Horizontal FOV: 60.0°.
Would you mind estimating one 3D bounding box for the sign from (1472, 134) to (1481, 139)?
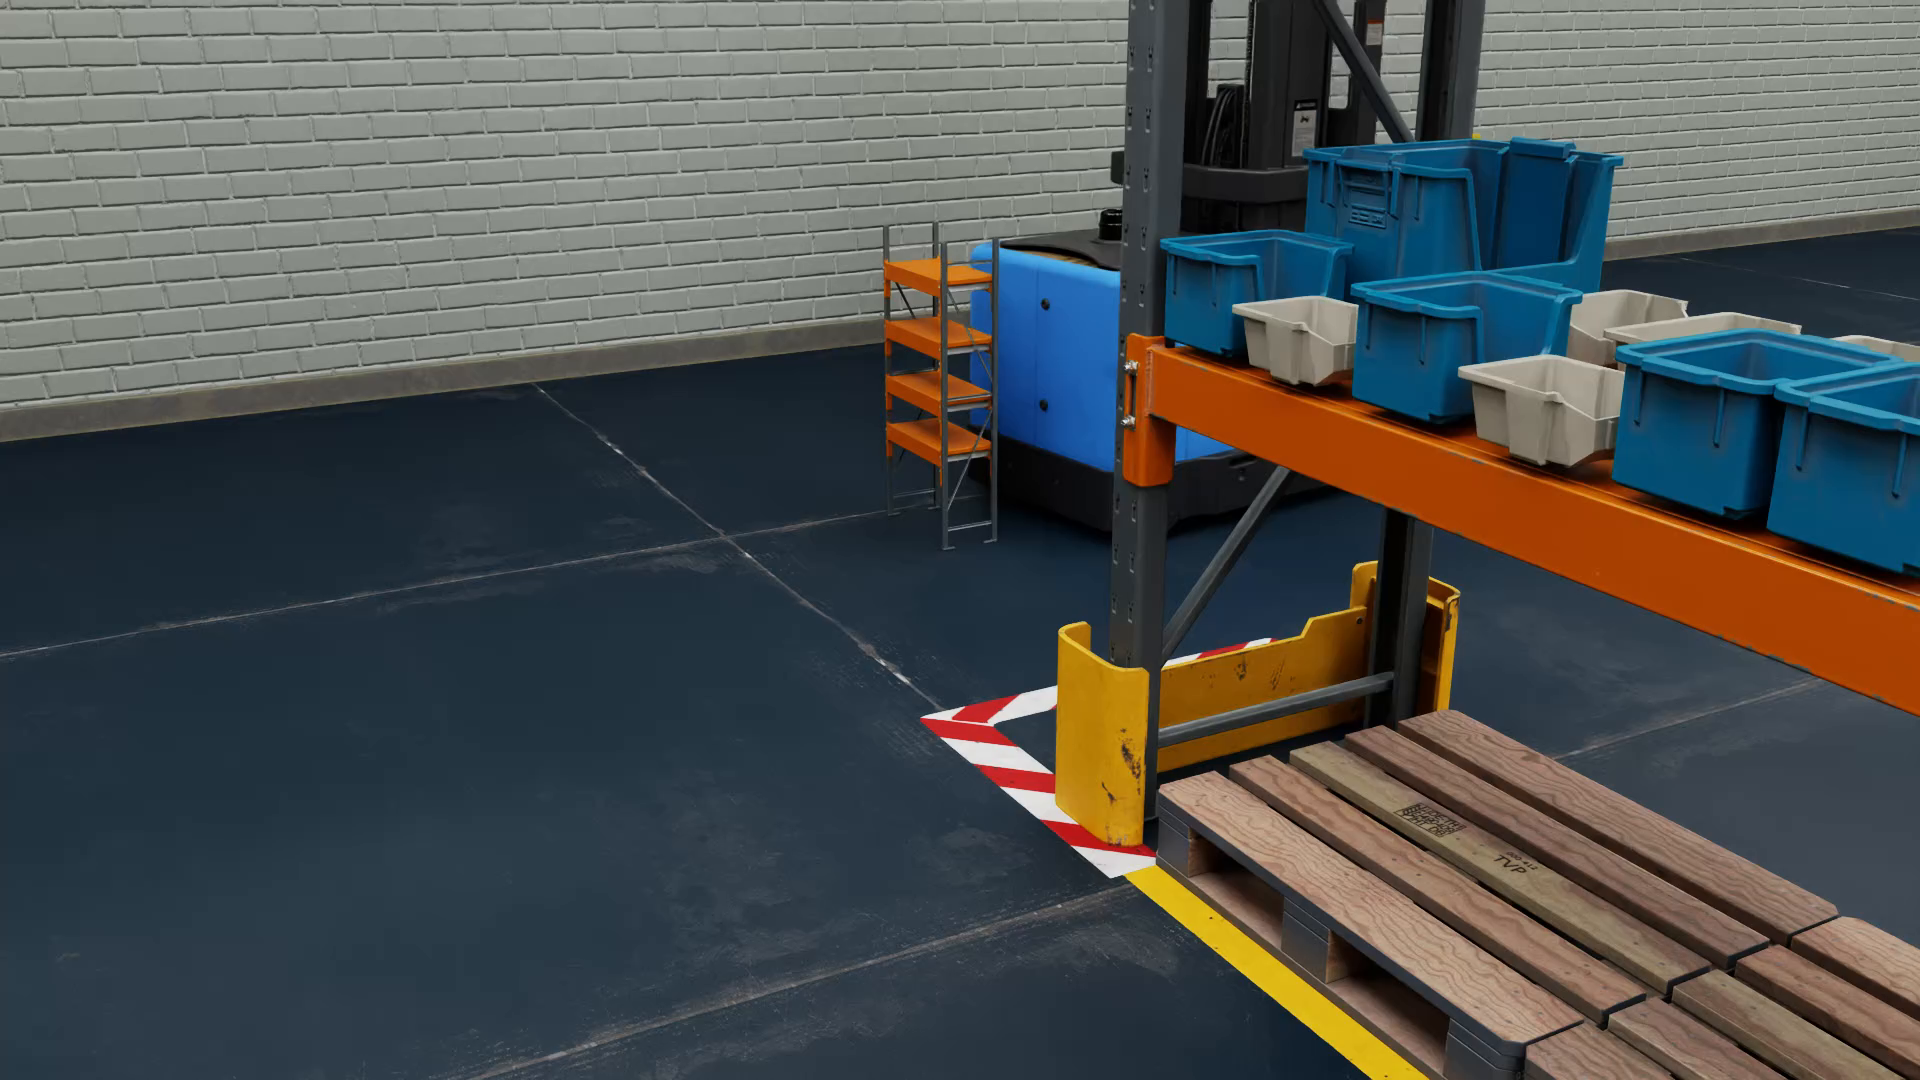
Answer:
[{"bbox_3d":[1.332,-0.913,4.429,0.100,0.325,0.005,-10,21,-27],"label":"sign"}]

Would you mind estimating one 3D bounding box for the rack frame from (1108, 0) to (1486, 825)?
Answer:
[{"bbox_3d":[0.856,-0.746,4.195,1.000,3.000,0.127,-10,21,-27],"label":"rack frame"}]

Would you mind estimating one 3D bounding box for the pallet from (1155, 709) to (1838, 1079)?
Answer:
[{"bbox_3d":[1.213,0.815,3.947,1.003,0.211,1.213,-10,21,-27],"label":"pallet"}]

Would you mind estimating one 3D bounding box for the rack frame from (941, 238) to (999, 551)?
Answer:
[{"bbox_3d":[0.037,-0.545,6.370,0.240,1.200,0.015,-10,21,-27],"label":"rack frame"}]

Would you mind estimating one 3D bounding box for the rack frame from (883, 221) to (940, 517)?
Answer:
[{"bbox_3d":[-0.194,-0.685,6.776,0.240,1.200,0.015,-10,21,-27],"label":"rack frame"}]

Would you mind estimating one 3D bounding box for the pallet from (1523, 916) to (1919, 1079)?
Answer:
[{"bbox_3d":[1.789,1.165,2.933,1.003,0.211,1.213,-10,21,-27],"label":"pallet"}]

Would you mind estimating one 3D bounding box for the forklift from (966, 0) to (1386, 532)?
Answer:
[{"bbox_3d":[1.517,-1.762,7.244,3.031,2.935,1.130,-13,23,-34],"label":"forklift"}]

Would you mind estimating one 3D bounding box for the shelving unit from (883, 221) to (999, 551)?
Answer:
[{"bbox_3d":[-0.079,-0.615,6.573,0.258,1.200,0.503,-10,21,-27],"label":"shelving unit"}]

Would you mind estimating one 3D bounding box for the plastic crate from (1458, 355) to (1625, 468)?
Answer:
[{"bbox_3d":[1.085,-0.228,3.007,0.250,0.136,0.298,-10,21,-27],"label":"plastic crate"}]

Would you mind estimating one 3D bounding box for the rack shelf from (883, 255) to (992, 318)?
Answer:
[{"bbox_3d":[-0.079,-0.986,6.445,0.258,0.148,0.480,-10,21,-27],"label":"rack shelf"}]

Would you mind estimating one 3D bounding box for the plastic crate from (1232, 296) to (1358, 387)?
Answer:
[{"bbox_3d":[0.763,-0.423,3.571,0.250,0.136,0.298,-10,21,-27],"label":"plastic crate"}]

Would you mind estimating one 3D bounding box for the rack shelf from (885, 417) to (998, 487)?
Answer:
[{"bbox_3d":[-0.079,-0.363,6.660,0.258,0.148,0.480,-10,21,-27],"label":"rack shelf"}]

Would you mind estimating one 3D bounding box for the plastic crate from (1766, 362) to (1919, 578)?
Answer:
[{"bbox_3d":[1.451,-0.109,2.515,0.416,0.233,0.300,-10,21,-27],"label":"plastic crate"}]

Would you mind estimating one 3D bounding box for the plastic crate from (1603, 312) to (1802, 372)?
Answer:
[{"bbox_3d":[1.527,-0.358,3.384,0.396,0.136,0.243,-10,21,-27],"label":"plastic crate"}]

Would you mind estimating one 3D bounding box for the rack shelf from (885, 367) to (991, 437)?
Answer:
[{"bbox_3d":[-0.079,-0.551,6.595,0.258,0.148,0.480,-10,21,-27],"label":"rack shelf"}]

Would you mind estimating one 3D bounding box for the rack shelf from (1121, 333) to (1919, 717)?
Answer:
[{"bbox_3d":[1.805,0.168,2.649,1.077,0.370,4.000,-10,21,-27],"label":"rack shelf"}]

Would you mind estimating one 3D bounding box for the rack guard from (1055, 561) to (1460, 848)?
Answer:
[{"bbox_3d":[0.833,0.431,4.617,1.175,0.500,0.348,-10,21,-27],"label":"rack guard"}]

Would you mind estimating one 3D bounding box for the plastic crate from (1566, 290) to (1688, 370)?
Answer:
[{"bbox_3d":[1.402,-0.444,3.631,0.396,0.136,0.243,-10,21,-27],"label":"plastic crate"}]

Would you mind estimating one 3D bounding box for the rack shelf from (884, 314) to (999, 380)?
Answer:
[{"bbox_3d":[-0.079,-0.763,6.522,0.258,0.148,0.480,-10,21,-27],"label":"rack shelf"}]

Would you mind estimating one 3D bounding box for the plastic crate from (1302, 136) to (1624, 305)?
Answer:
[{"bbox_3d":[1.179,-0.724,3.985,0.616,0.435,0.499,-10,21,-27],"label":"plastic crate"}]

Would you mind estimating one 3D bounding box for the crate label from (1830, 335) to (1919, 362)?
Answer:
[{"bbox_3d":[1.681,-0.282,3.163,0.396,0.136,0.243,-10,21,-27],"label":"crate label"}]

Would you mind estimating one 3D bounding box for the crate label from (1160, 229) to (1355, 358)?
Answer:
[{"bbox_3d":[0.683,-0.574,3.860,0.416,0.233,0.303,-10,21,-27],"label":"crate label"}]

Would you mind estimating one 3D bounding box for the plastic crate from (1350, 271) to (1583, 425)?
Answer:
[{"bbox_3d":[0.996,-0.385,3.312,0.416,0.233,0.300,-10,21,-27],"label":"plastic crate"}]

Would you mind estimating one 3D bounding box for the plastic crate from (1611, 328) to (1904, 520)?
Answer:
[{"bbox_3d":[1.308,-0.196,2.764,0.416,0.233,0.300,-10,21,-27],"label":"plastic crate"}]
